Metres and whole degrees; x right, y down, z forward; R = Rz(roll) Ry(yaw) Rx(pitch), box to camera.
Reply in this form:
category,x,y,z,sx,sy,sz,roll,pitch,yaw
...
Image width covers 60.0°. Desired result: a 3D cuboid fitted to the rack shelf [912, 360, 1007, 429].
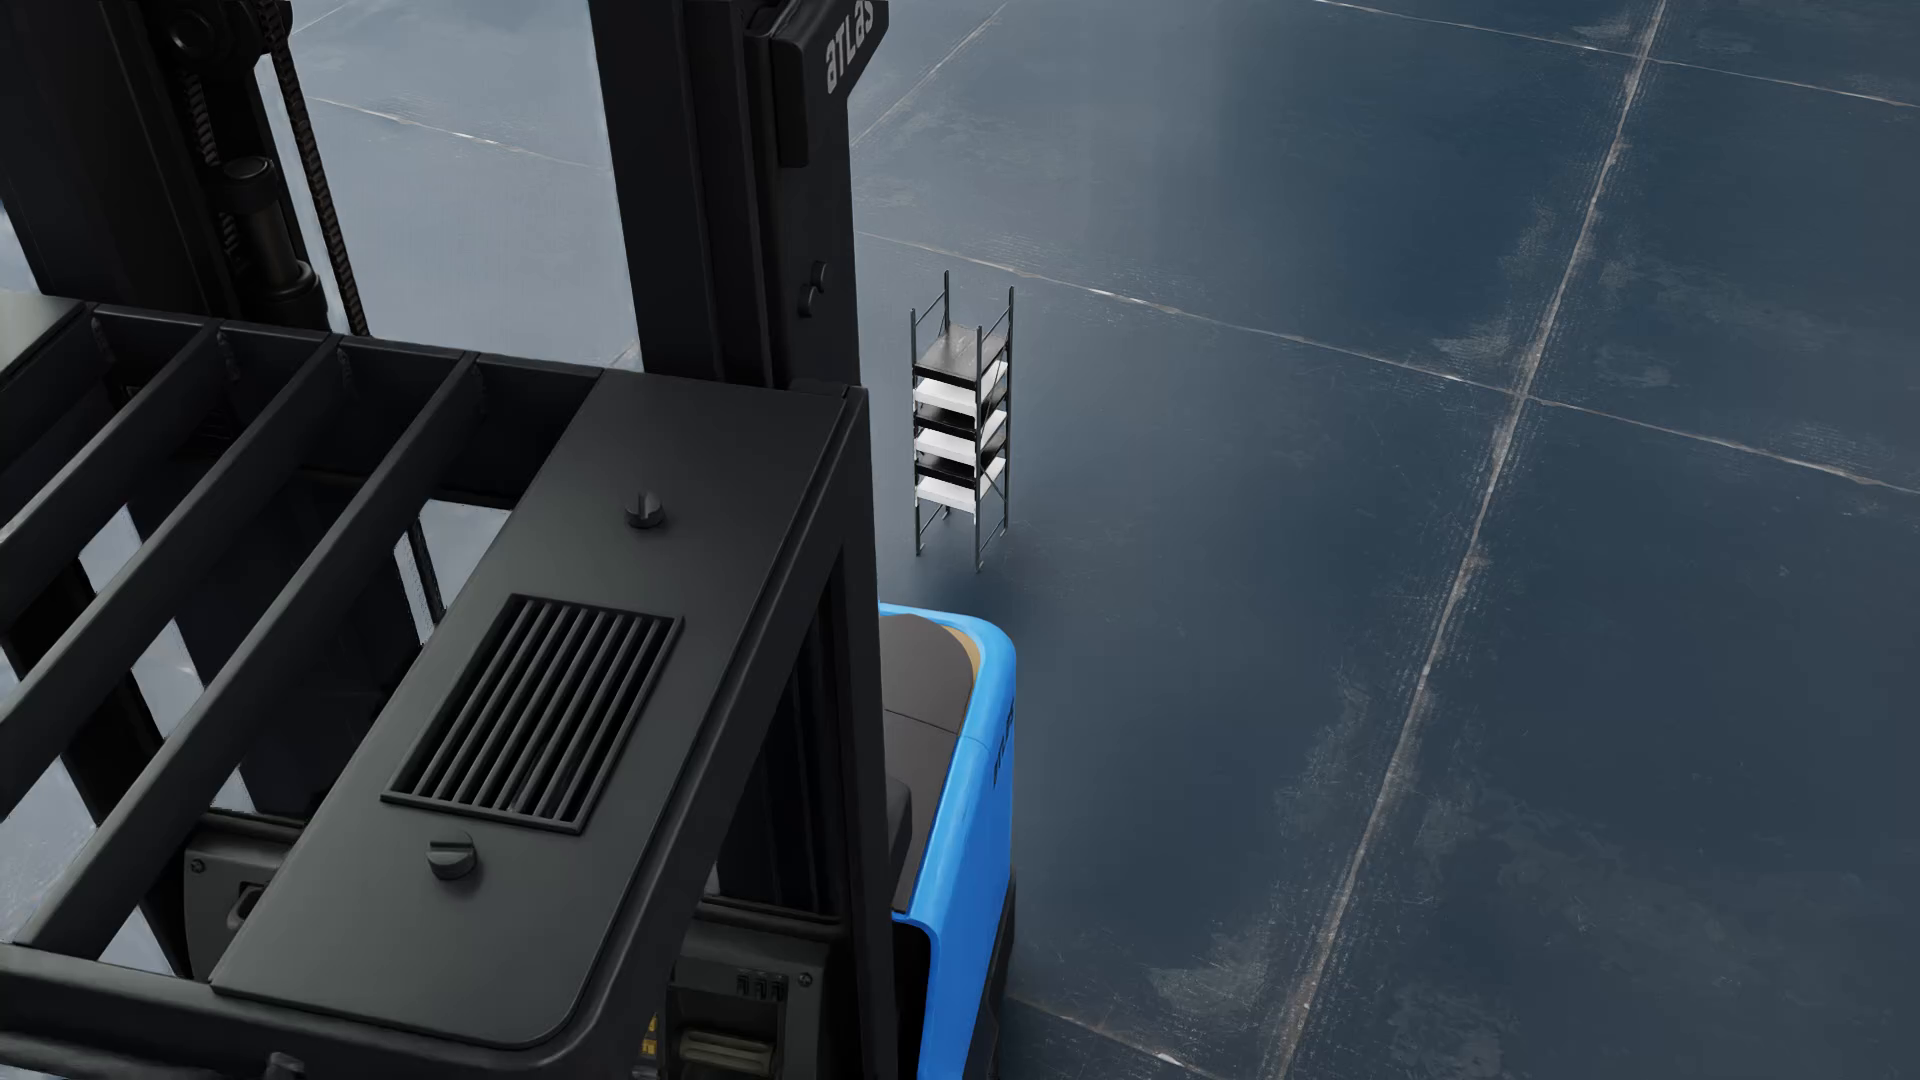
category,x,y,z,sx,sy,sz,roll,pitch,yaw
rack shelf,0.007,-0.449,4.857,0.200,0.077,0.258,17,44,19

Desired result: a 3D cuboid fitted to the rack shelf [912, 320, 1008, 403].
category,x,y,z,sx,sy,sz,roll,pitch,yaw
rack shelf,0.007,-0.517,4.798,0.200,0.077,0.258,17,44,19

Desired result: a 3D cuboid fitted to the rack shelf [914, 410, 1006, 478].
category,x,y,z,sx,sy,sz,roll,pitch,yaw
rack shelf,0.007,-0.313,4.974,0.200,0.077,0.258,17,44,19

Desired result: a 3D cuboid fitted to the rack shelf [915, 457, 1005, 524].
category,x,y,z,sx,sy,sz,roll,pitch,yaw
rack shelf,0.007,-0.177,5.092,0.200,0.077,0.258,17,44,19

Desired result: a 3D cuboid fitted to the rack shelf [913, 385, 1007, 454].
category,x,y,z,sx,sy,sz,roll,pitch,yaw
rack shelf,0.007,-0.381,4.916,0.200,0.077,0.258,17,44,19

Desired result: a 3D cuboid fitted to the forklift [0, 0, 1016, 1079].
category,x,y,z,sx,sy,sz,roll,pitch,yaw
forklift,-0.682,0.748,2.149,1.130,2.935,3.031,8,42,9

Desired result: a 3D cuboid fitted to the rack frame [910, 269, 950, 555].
category,x,y,z,sx,sy,sz,roll,pitch,yaw
rack frame,-0.085,-0.366,4.985,0.006,0.900,0.240,17,44,19

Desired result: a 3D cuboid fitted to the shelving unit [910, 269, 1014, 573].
category,x,y,z,sx,sy,sz,roll,pitch,yaw
shelving unit,0.007,-0.338,4.953,0.210,0.900,0.258,17,44,19

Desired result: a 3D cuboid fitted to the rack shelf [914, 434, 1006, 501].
category,x,y,z,sx,sy,sz,roll,pitch,yaw
rack shelf,0.007,-0.245,5.033,0.200,0.077,0.258,17,44,19

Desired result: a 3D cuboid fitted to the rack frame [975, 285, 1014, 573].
category,x,y,z,sx,sy,sz,roll,pitch,yaw
rack frame,0.099,-0.310,4.920,0.006,0.900,0.240,17,44,19
